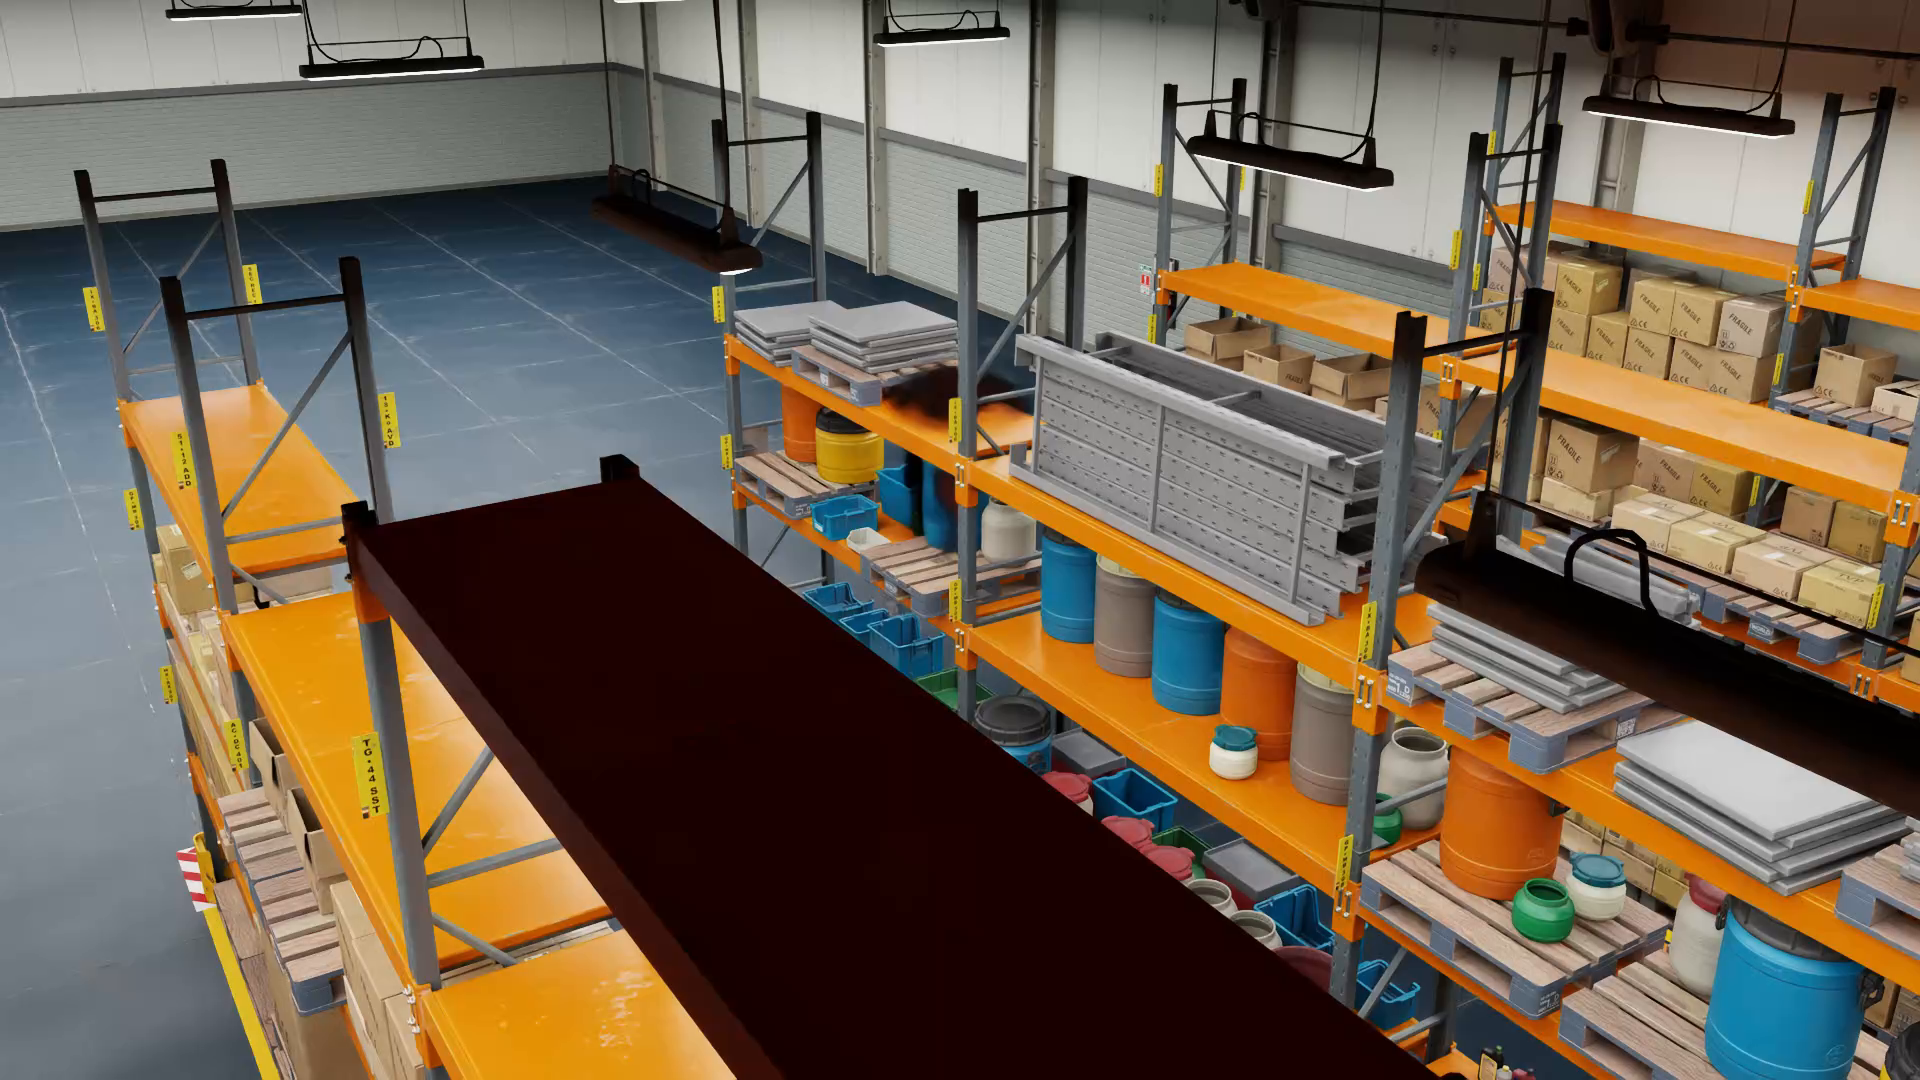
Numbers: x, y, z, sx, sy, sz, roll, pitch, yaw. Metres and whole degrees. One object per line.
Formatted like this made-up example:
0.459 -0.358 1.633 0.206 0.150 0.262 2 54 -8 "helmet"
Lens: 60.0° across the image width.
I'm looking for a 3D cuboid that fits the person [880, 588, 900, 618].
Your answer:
-0.869 0.248 18.656 0.368 1.596 0.446 -11 24 -25 "person"
